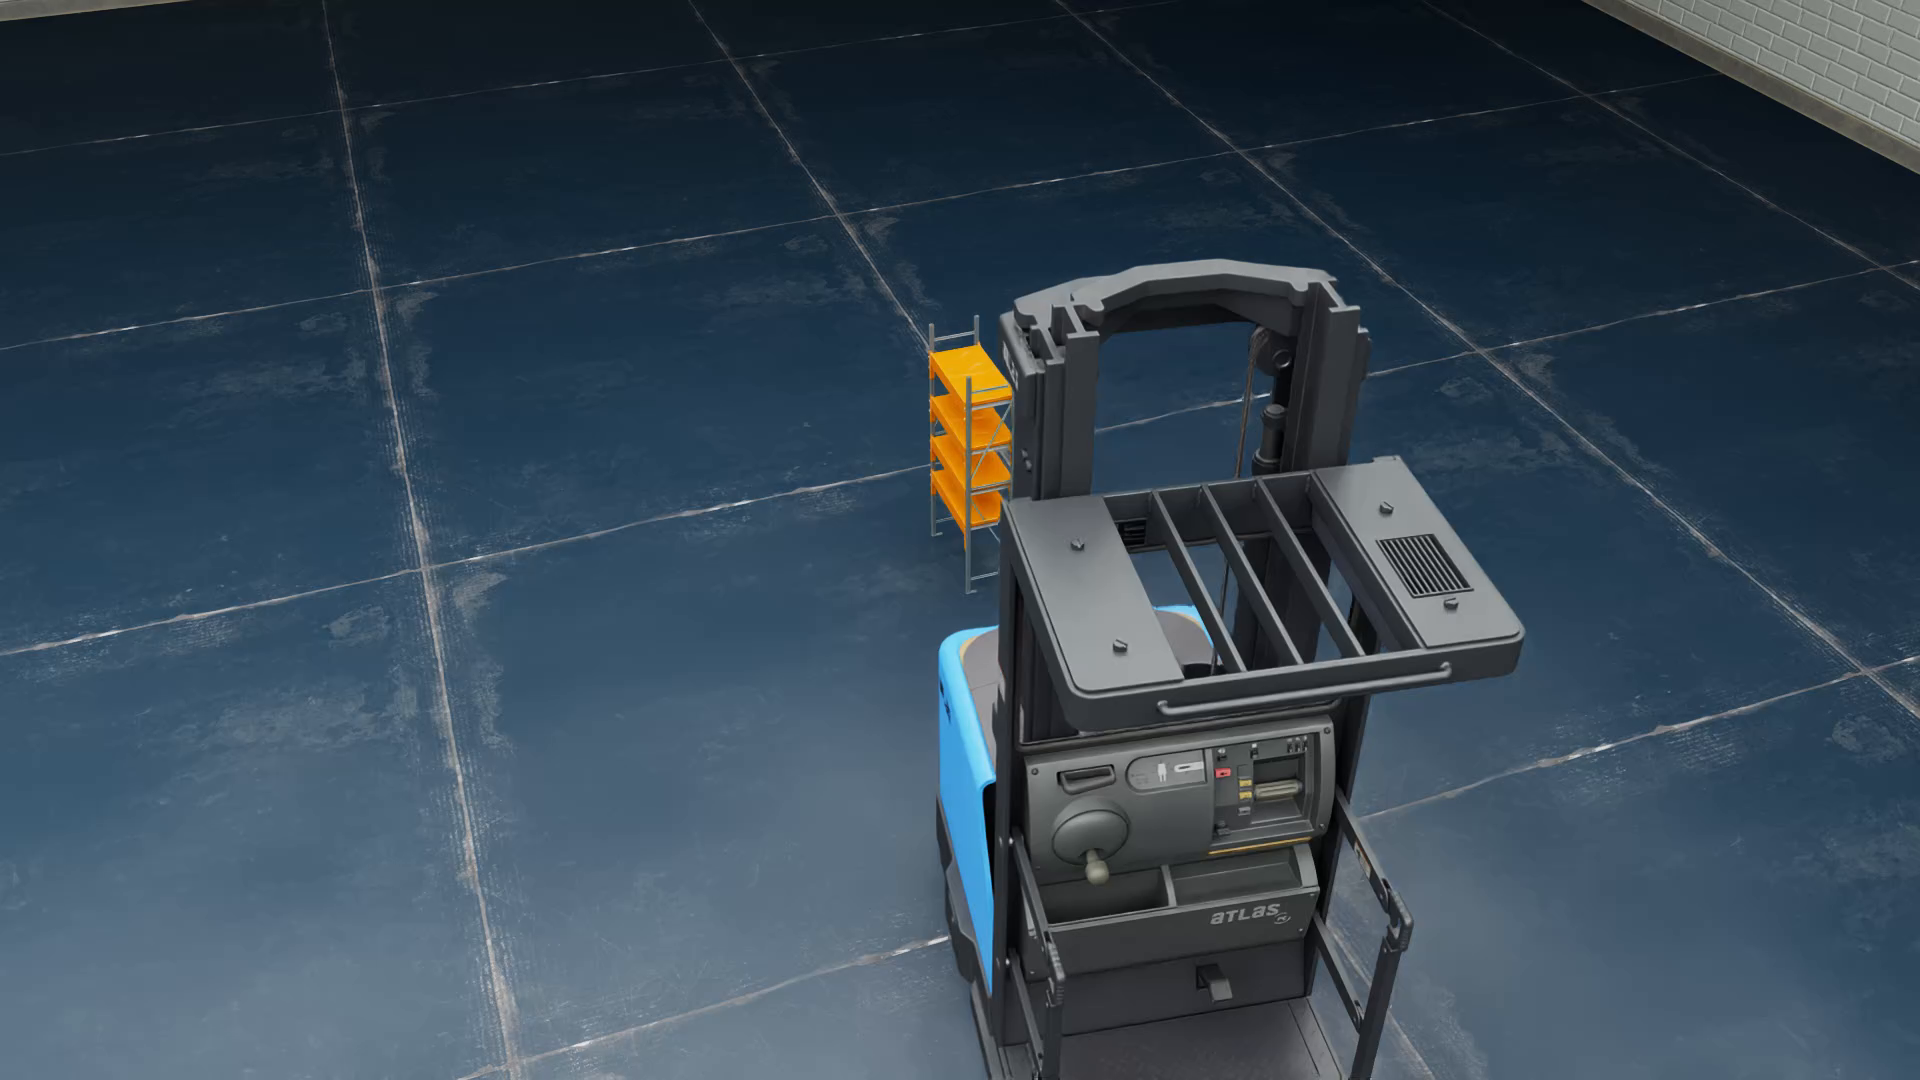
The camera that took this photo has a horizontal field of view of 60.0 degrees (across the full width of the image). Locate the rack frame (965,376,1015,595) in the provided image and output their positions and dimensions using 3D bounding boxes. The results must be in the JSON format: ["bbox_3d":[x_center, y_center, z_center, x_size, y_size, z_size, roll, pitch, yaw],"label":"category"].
[{"bbox_3d":[0.141,-0.248,7.582,0.240,1.200,0.015,-12,39,-16],"label":"rack frame"}]

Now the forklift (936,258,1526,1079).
[{"bbox_3d":[0.694,0.835,4.705,1.130,2.935,3.031,-7,38,-9],"label":"forklift"}]

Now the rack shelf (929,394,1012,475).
[{"bbox_3d":[0.057,-0.511,7.671,0.258,0.148,0.480,-12,39,-16],"label":"rack shelf"}]

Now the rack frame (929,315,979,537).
[{"bbox_3d":[-0.027,-0.524,7.948,0.240,1.200,0.015,-12,39,-16],"label":"rack frame"}]

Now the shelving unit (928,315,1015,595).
[{"bbox_3d":[0.057,-0.386,7.765,0.258,1.200,0.503,-12,39,-16],"label":"shelving unit"}]

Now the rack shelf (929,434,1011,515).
[{"bbox_3d":[0.057,-0.332,7.805,0.258,0.148,0.480,-12,39,-16],"label":"rack shelf"}]

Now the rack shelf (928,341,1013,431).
[{"bbox_3d":[0.057,-0.700,7.528,0.258,0.148,0.480,-12,39,-16],"label":"rack shelf"}]

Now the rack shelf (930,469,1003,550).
[{"bbox_3d":[0.057,-0.173,7.925,0.258,0.148,0.480,-12,39,-16],"label":"rack shelf"}]
